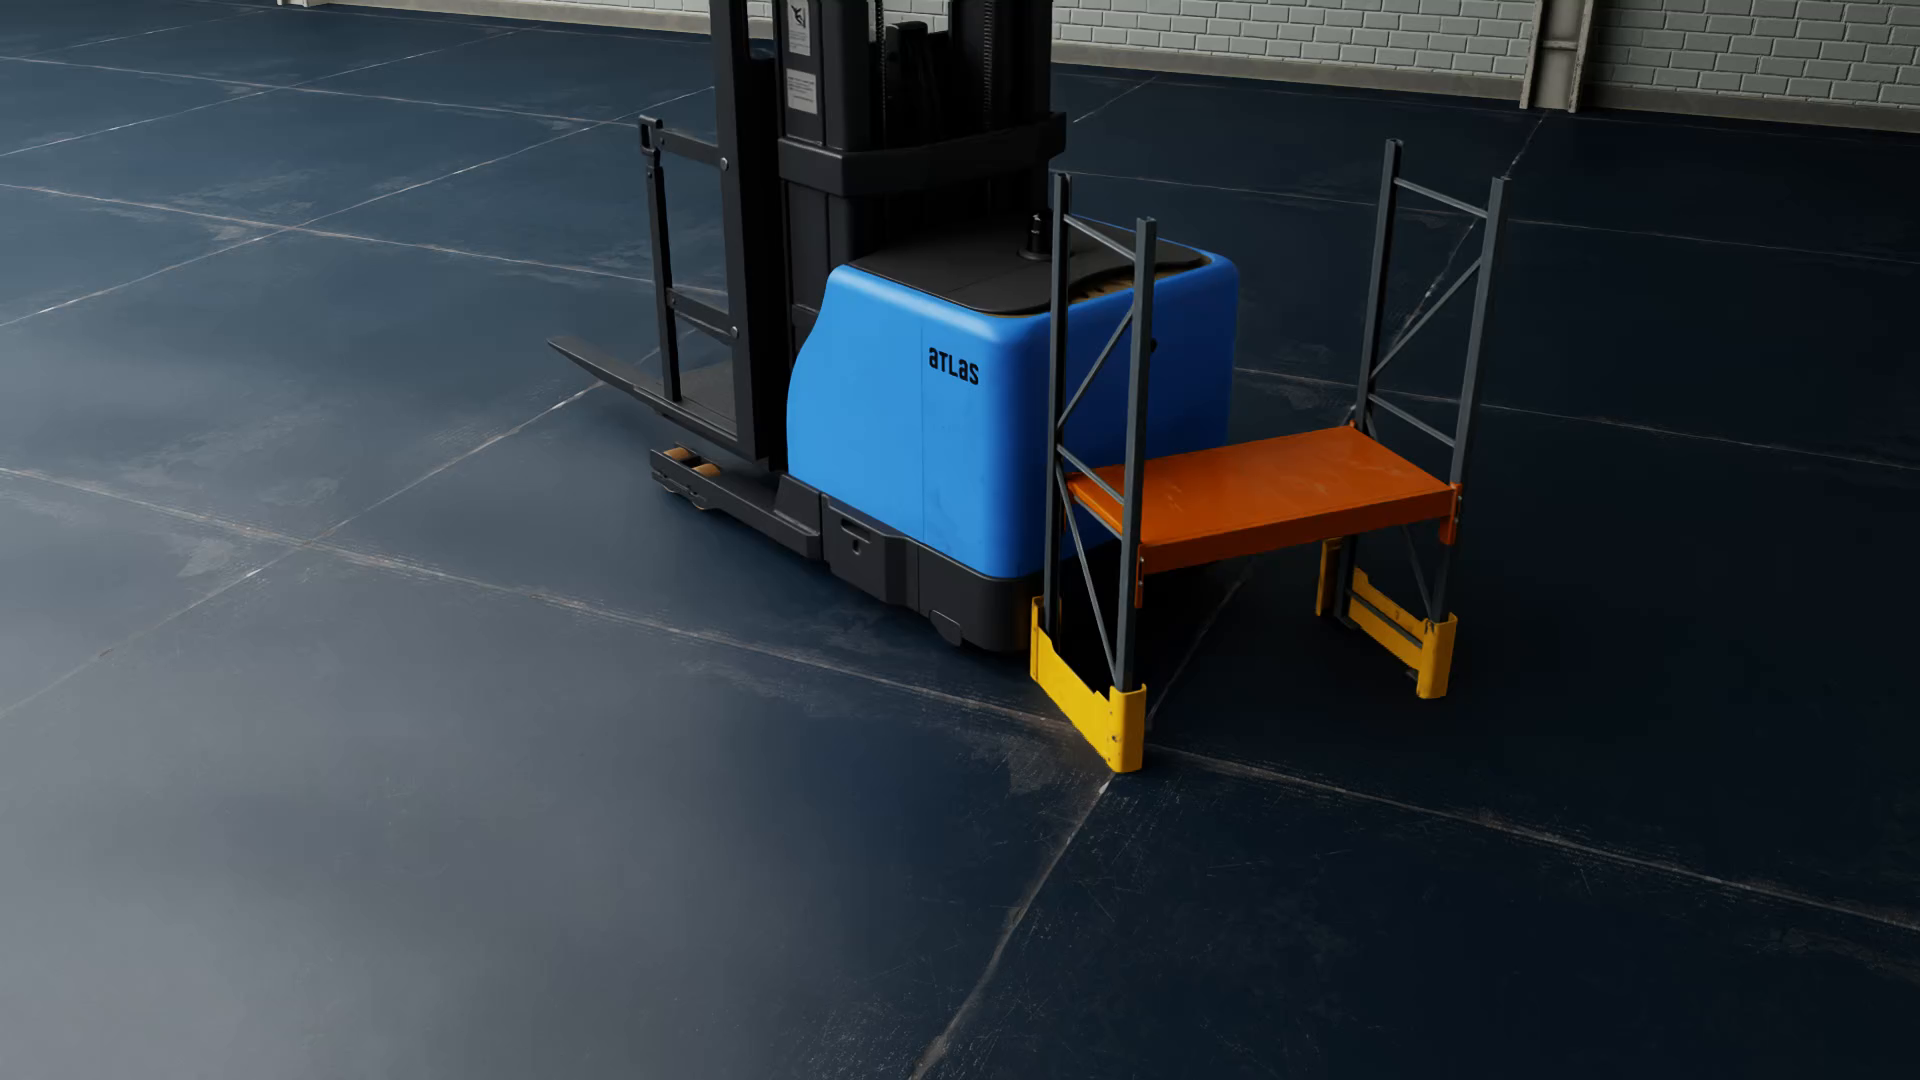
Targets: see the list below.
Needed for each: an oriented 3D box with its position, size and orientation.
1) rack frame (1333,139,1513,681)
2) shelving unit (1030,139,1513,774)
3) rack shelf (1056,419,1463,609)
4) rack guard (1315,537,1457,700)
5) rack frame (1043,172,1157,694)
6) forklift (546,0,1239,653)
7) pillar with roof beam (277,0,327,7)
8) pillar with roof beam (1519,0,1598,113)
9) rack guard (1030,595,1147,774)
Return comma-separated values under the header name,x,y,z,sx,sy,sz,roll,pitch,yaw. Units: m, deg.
name,x,y,z,sx,sy,sz,roll,pitch,yaw
rack frame,1.290,-0.338,4.738,0.032,1.500,0.500,-10,28,-20
shelving unit,0.812,-0.251,4.562,1.083,1.500,0.587,-10,28,-20
rack shelf,0.820,-0.091,4.644,1.000,0.185,0.538,-10,28,-20
rack guard,1.272,0.226,5.007,0.087,0.250,0.587,-10,28,-20
rack frame,0.350,-0.167,4.392,0.032,1.500,0.500,-10,28,-20
forklift,-0.482,-1.553,5.585,1.130,2.935,3.031,-21,33,-36
pillar with roof beam,-8.366,-7.689,11.179,0.400,9.000,9.100,11,28,22
pillar with roof beam,2.557,-5.495,6.722,0.400,9.000,9.100,11,28,22
rack guard,0.351,0.393,4.668,0.087,0.250,0.587,-10,28,-20
